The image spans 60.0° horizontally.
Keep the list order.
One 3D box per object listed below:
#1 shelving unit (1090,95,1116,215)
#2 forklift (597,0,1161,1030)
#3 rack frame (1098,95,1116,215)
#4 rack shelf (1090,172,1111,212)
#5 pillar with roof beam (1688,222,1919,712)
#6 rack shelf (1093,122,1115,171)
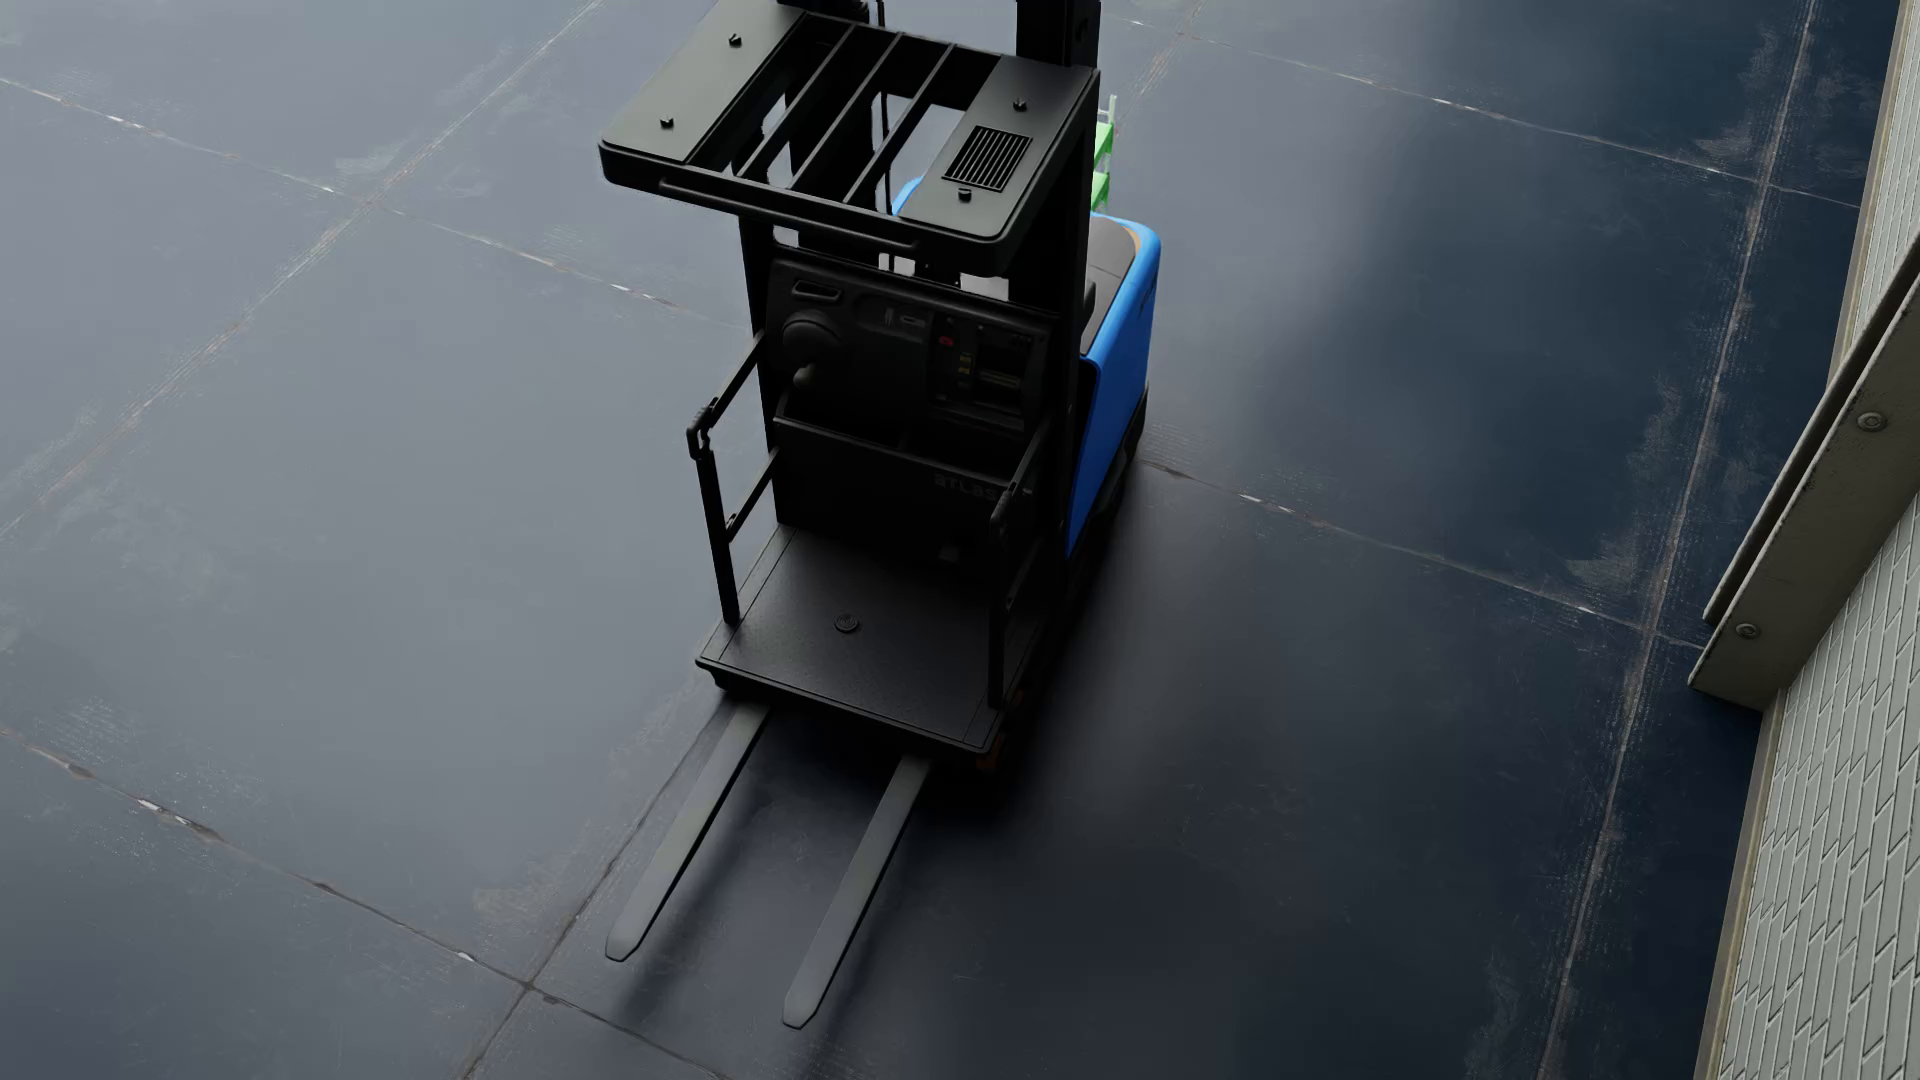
[{"bbox_3d":[0.404,-1.190,6.790,0.258,1.200,0.503,16,52,14],"label":"shelving unit"},{"bbox_3d":[-0.247,-0.494,5.061,1.130,2.935,3.031,16,52,14],"label":"forklift"},{"bbox_3d":[0.492,-1.363,6.937,0.240,1.200,0.015,16,52,14],"label":"rack frame"},{"bbox_3d":[0.404,-1.304,6.656,0.258,0.148,0.480,16,52,14],"label":"rack shelf"},{"bbox_3d":[-0.996,-3.868,3.948,9.100,9.000,0.400,20,52,16],"label":"pillar with roof beam"},{"bbox_3d":[0.404,-1.459,6.473,0.258,0.148,0.480,16,52,14],"label":"rack shelf"}]
